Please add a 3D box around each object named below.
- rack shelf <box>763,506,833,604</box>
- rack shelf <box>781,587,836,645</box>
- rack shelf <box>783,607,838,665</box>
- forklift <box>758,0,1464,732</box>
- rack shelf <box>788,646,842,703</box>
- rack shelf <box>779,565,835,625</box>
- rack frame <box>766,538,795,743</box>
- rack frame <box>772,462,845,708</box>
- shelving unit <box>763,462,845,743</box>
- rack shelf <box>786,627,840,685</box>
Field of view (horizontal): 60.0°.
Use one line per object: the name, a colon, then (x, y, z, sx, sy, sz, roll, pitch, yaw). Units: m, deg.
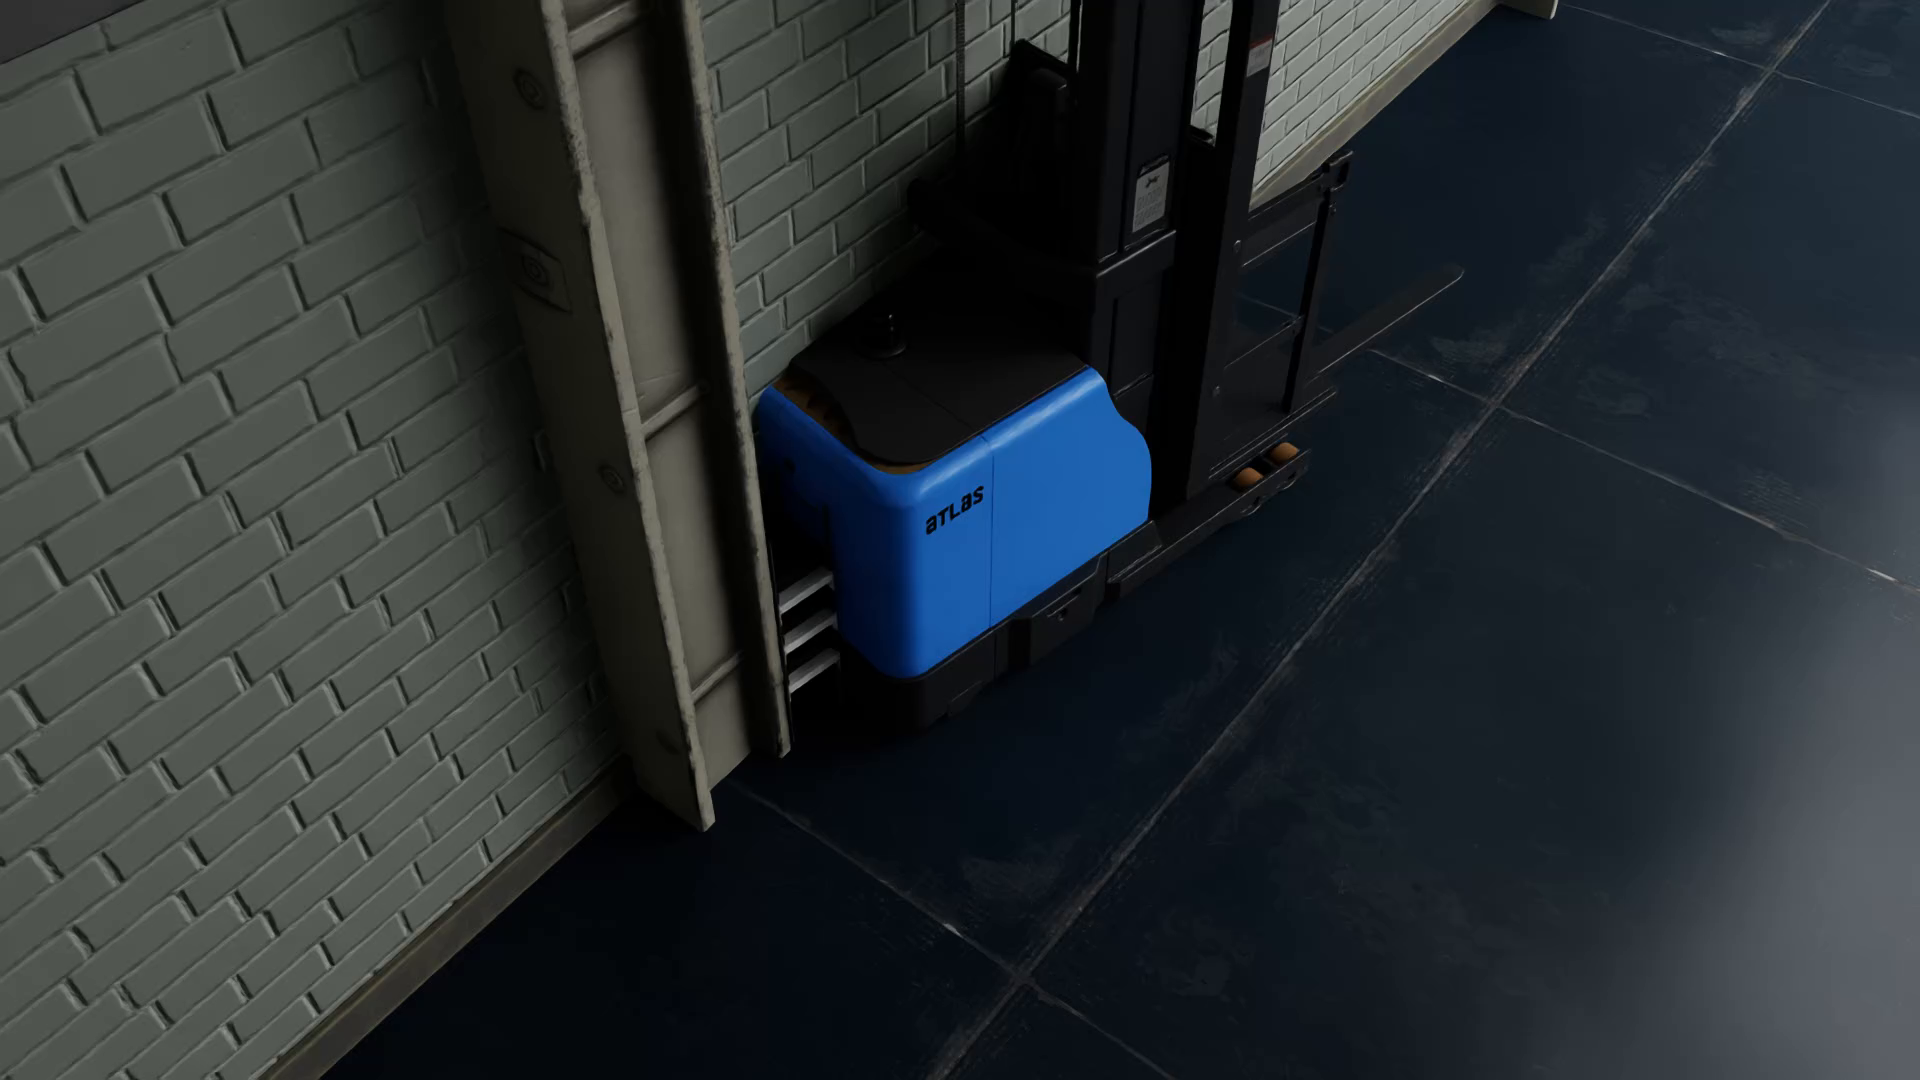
rack shelf: (-0.522, 0.041, 4.762, 0.200, 0.077, 0.258, -34, 55, -28)
rack shelf: (-0.522, 0.165, 4.892, 0.200, 0.077, 0.258, -34, 55, -28)
rack shelf: (-0.522, 0.227, 4.957, 0.200, 0.077, 0.258, -34, 55, -28)
forklift: (0.605, -1.355, 5.017, 3.031, 2.935, 1.130, -33, 55, -27)
rack shelf: (-0.522, 0.351, 5.087, 0.200, 0.077, 0.258, -34, 55, -28)
rack shelf: (-0.522, 0.103, 4.827, 0.200, 0.077, 0.258, -34, 55, -28)
rack frame: (-0.596, 0.255, 4.884, 0.006, 0.900, 0.240, -34, 55, -28)
rack frame: (-0.448, 0.153, 4.981, 0.006, 0.900, 0.240, -34, 55, -28)
shelving unit: (-0.522, 0.204, 4.933, 0.210, 0.900, 0.258, -34, 55, -28)
rack shelf: (-0.522, 0.289, 5.022, 0.200, 0.077, 0.258, -34, 55, -28)
